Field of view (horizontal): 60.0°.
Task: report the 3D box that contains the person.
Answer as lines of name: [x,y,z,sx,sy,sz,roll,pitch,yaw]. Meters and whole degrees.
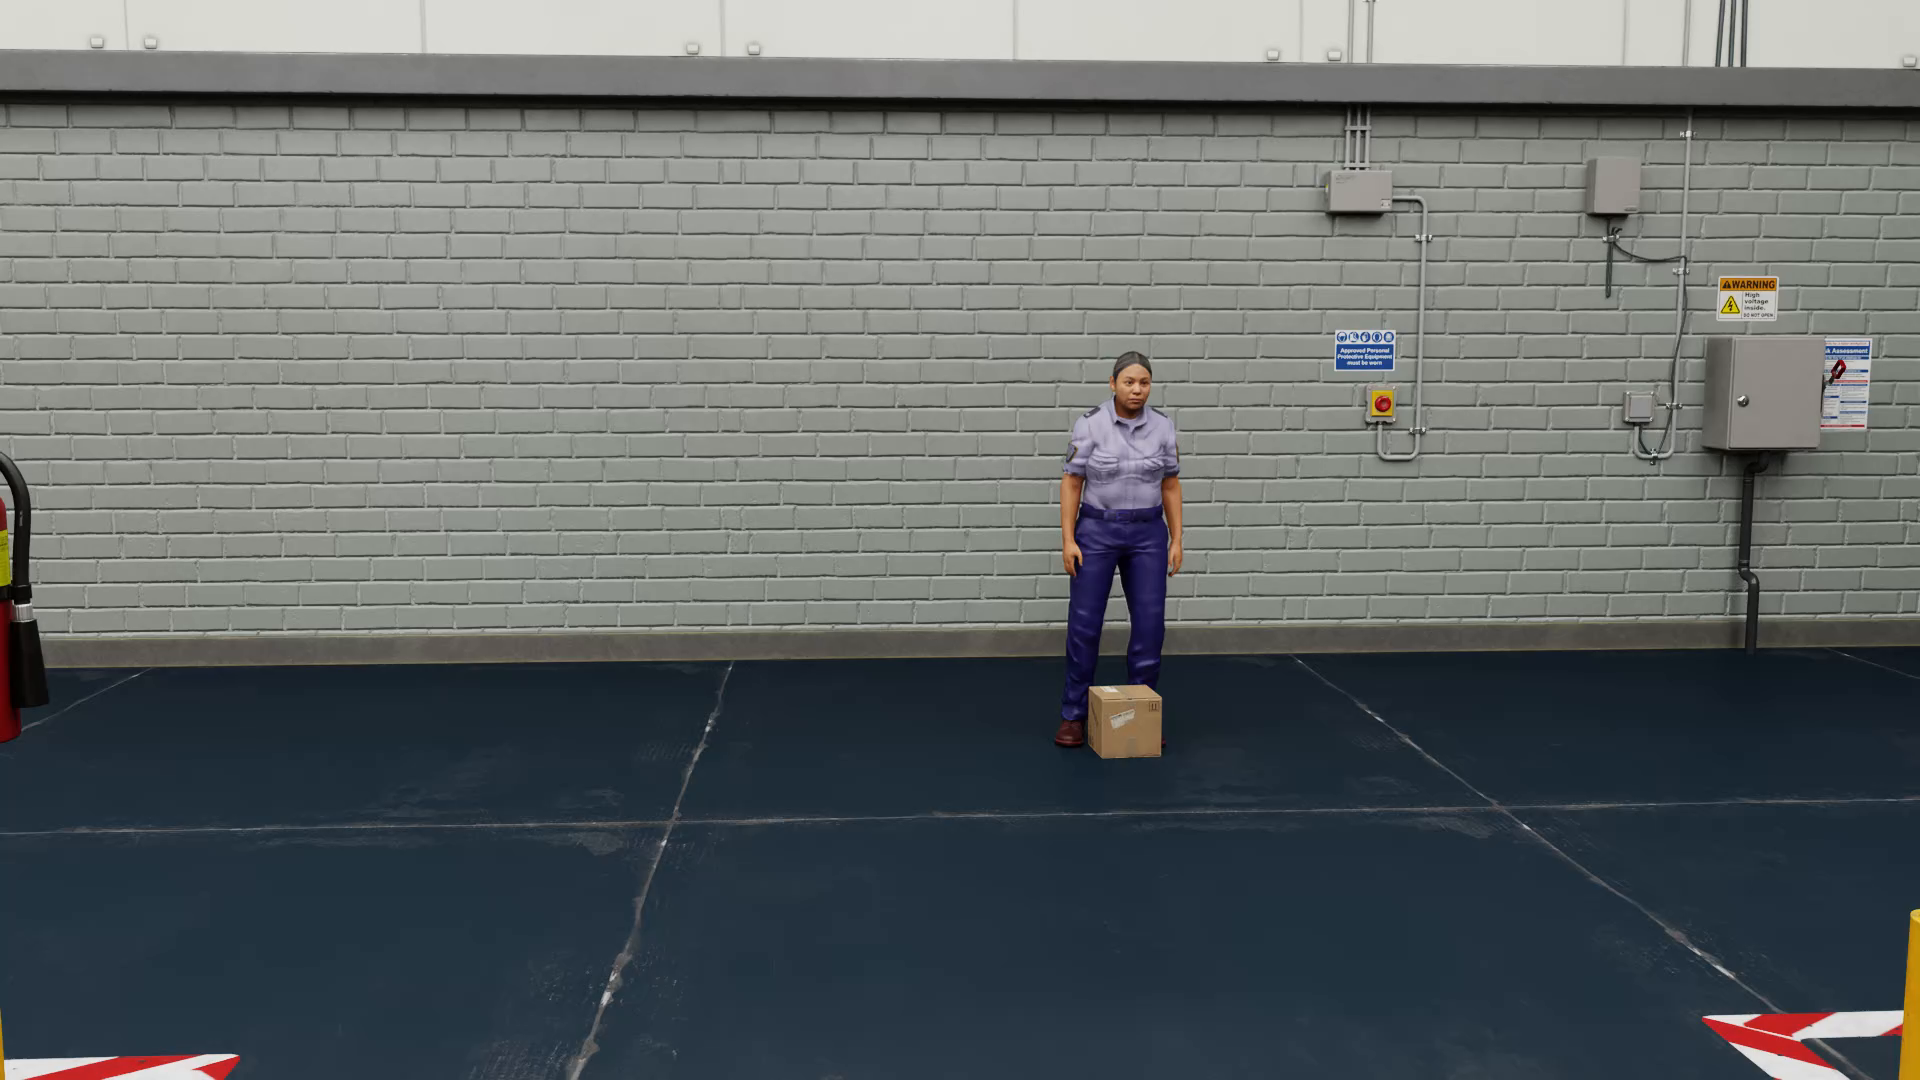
person: [0.674,0.032,7.021,0.564,1.652,0.423,-1,7,-7]
